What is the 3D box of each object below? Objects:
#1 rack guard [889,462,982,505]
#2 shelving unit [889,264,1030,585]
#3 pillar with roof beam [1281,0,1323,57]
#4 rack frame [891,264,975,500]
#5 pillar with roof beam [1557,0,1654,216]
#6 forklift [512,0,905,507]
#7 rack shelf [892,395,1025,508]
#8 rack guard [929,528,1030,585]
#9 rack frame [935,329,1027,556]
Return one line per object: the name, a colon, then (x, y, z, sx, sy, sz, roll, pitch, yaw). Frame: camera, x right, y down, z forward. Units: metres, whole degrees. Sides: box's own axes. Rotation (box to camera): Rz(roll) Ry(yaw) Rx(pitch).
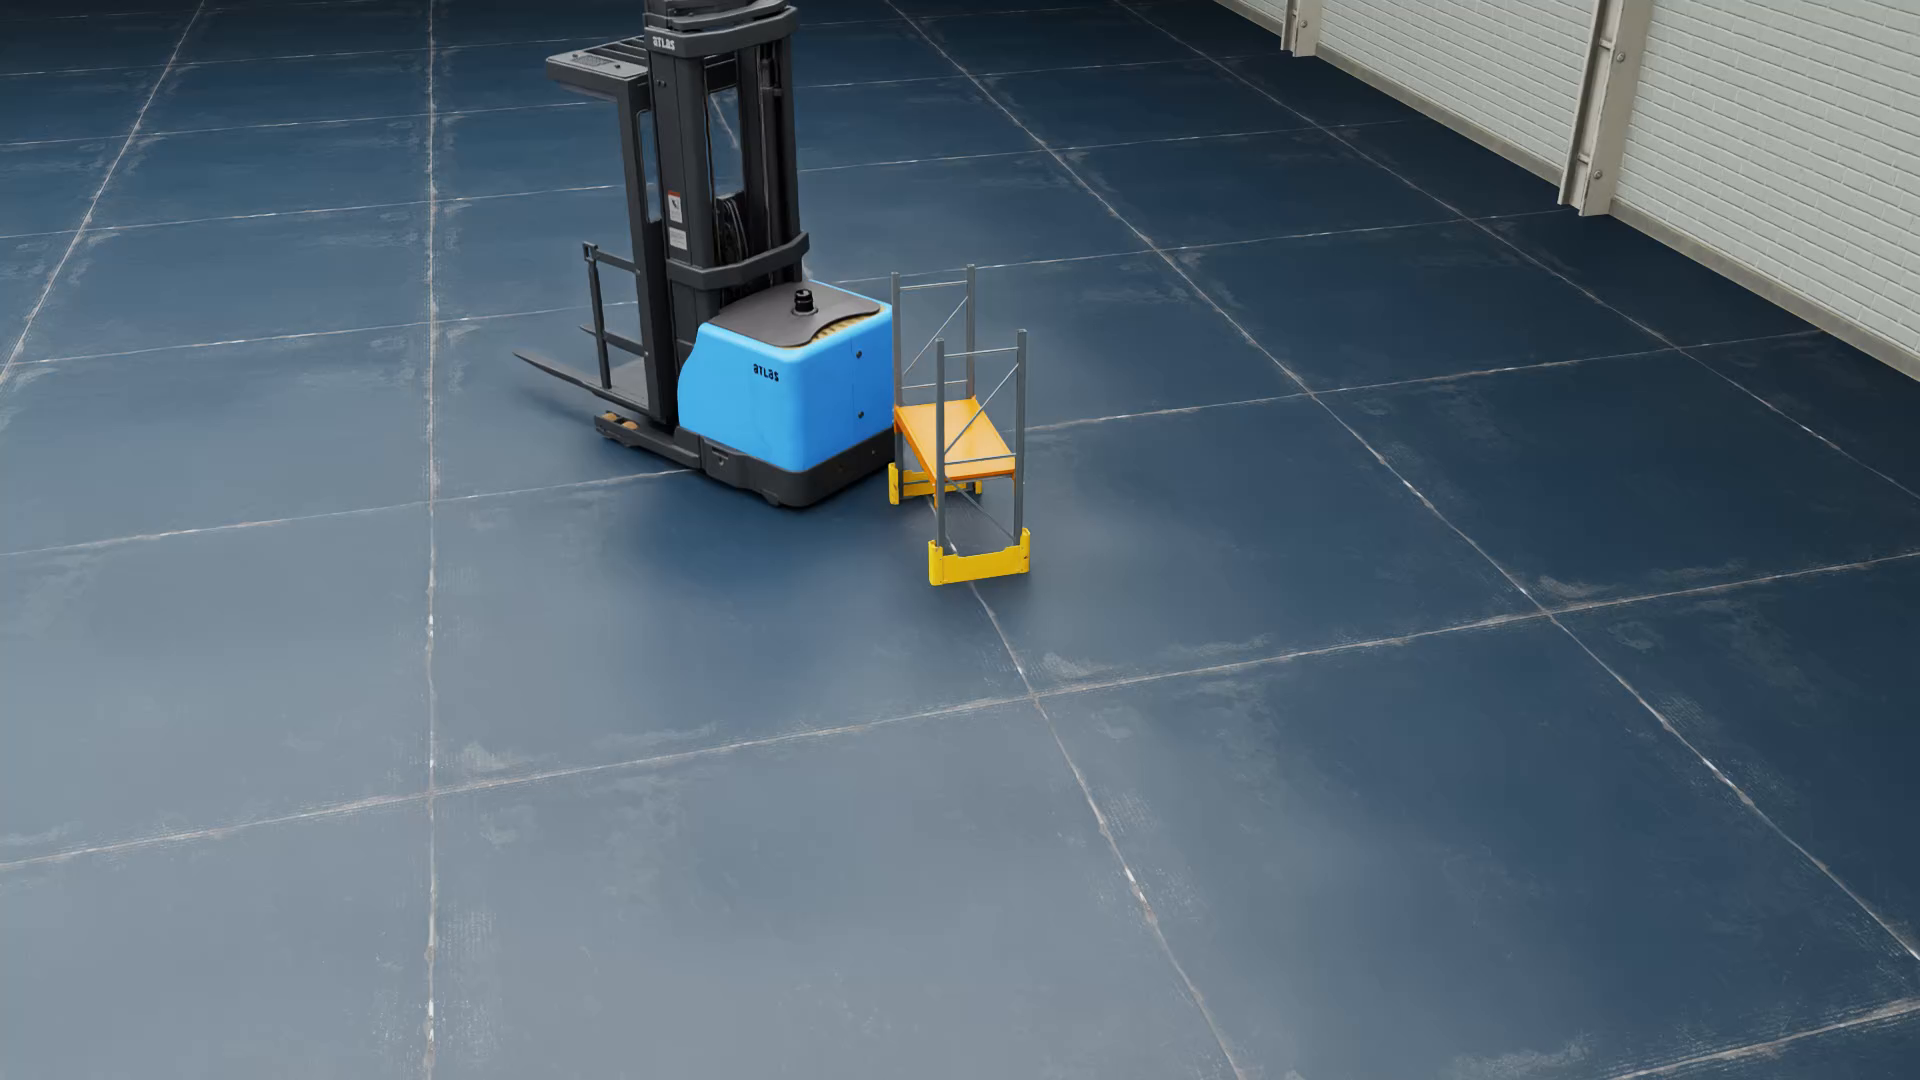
rack guard: (-0.152, -0.386, 10.398, 0.587, 0.250, 0.087, -8, 31, -13)
shelving unit: (-0.020, -0.686, 9.669, 0.587, 1.500, 1.083, -8, 31, -13)
pillar with roof beam: (-0.024, -9.263, 17.001, 9.100, 9.000, 0.400, -8, 31, -13)
rack frame: (-0.158, -0.936, 10.101, 0.500, 1.500, 0.032, -8, 31, -13)
pillar with roof beam: (1.568, -6.365, 11.995, 9.100, 9.000, 0.400, -8, 31, -13)
forklift: (-1.818, -2.071, 10.633, 3.031, 2.935, 1.130, 22, 37, 33)
rack shelf: (-0.023, -0.535, 9.767, 0.538, 0.185, 1.000, -8, 31, -13)
rack guard: (0.112, 0.096, 9.567, 0.587, 0.250, 0.087, -8, 31, -13)
rack frame: (0.112, -0.445, 9.252, 0.500, 1.500, 0.032, -8, 31, -13)
